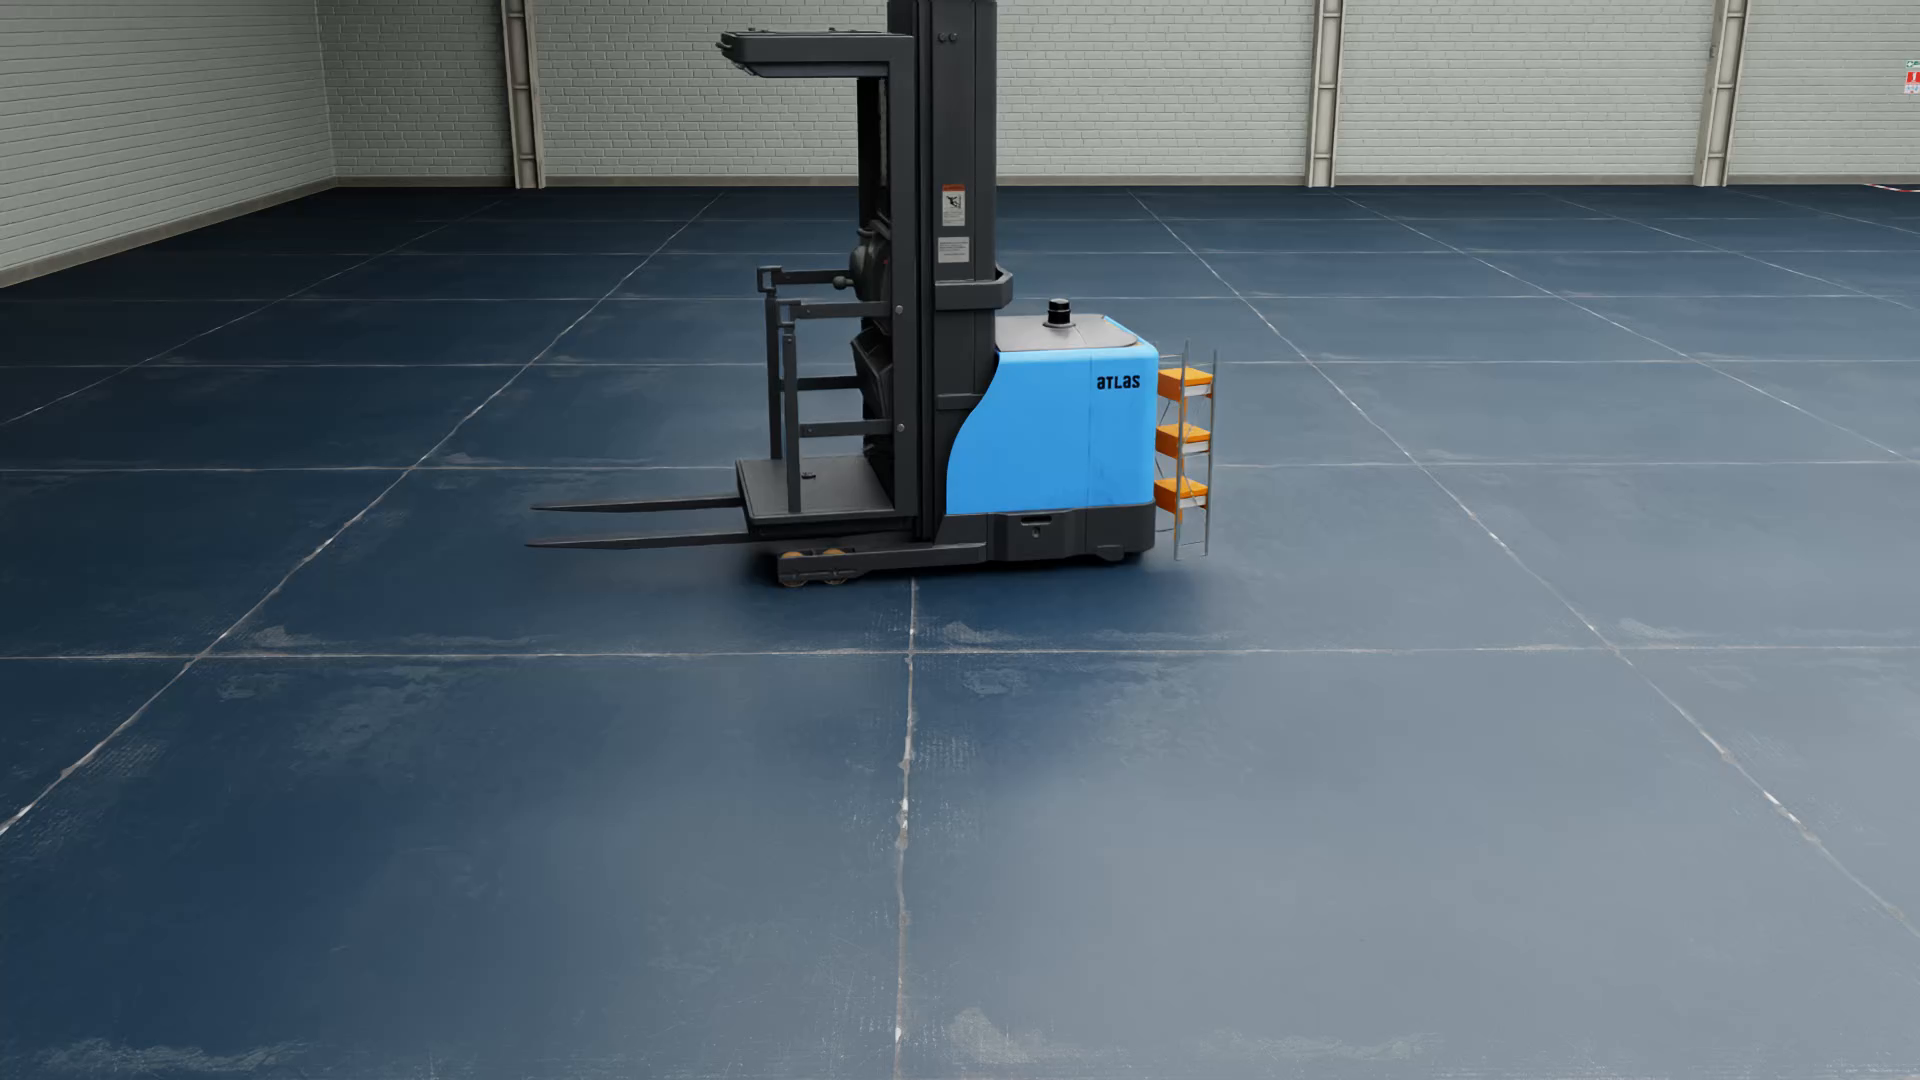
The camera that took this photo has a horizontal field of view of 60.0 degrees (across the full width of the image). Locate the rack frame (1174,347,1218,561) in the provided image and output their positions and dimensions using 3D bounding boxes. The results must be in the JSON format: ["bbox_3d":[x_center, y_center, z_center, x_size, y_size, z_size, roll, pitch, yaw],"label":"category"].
[{"bbox_3d":[1.150,-0.412,8.113,0.200,1.050,0.008,-9,20,-25],"label":"rack frame"}]

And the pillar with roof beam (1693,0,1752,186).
[{"bbox_3d":[11.556,-8.409,20.030,0.400,9.000,9.100,0,18,-1],"label":"pillar with roof beam"}]

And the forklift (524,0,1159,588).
[{"bbox_3d":[-0.606,-1.346,7.947,3.031,2.935,1.130,-3,18,-10],"label":"forklift"}]

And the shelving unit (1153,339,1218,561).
[{"bbox_3d":[1.095,-0.445,8.217,0.215,1.050,0.252,-9,20,-25],"label":"shelving unit"}]

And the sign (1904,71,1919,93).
[{"bbox_3d":[14.461,-6.942,25.219,0.234,0.329,0.001,0,18,-1],"label":"sign"}]

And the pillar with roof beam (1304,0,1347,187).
[{"bbox_3d":[5.556,-8.380,19.940,0.400,9.000,9.100,0,18,-1],"label":"pillar with roof beam"}]

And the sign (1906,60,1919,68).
[{"bbox_3d":[14.466,-7.192,25.129,0.331,0.109,0.001,0,18,-1],"label":"sign"}]

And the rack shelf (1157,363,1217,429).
[{"bbox_3d":[1.095,-0.705,8.133,0.215,0.259,0.240,-9,20,-25],"label":"rack shelf"}]

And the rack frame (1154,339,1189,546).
[{"bbox_3d":[1.040,-0.479,8.321,0.200,1.050,0.008,-9,20,-25],"label":"rack frame"}]

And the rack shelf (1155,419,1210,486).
[{"bbox_3d":[1.095,-0.435,8.220,0.215,0.259,0.240,-9,20,-25],"label":"rack shelf"}]

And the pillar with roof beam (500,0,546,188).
[{"bbox_3d":[-6.442,-8.322,19.759,0.400,9.000,9.100,0,18,-1],"label":"pillar with roof beam"}]

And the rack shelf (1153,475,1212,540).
[{"bbox_3d":[1.095,-0.170,8.305,0.215,0.259,0.240,-9,20,-25],"label":"rack shelf"}]
